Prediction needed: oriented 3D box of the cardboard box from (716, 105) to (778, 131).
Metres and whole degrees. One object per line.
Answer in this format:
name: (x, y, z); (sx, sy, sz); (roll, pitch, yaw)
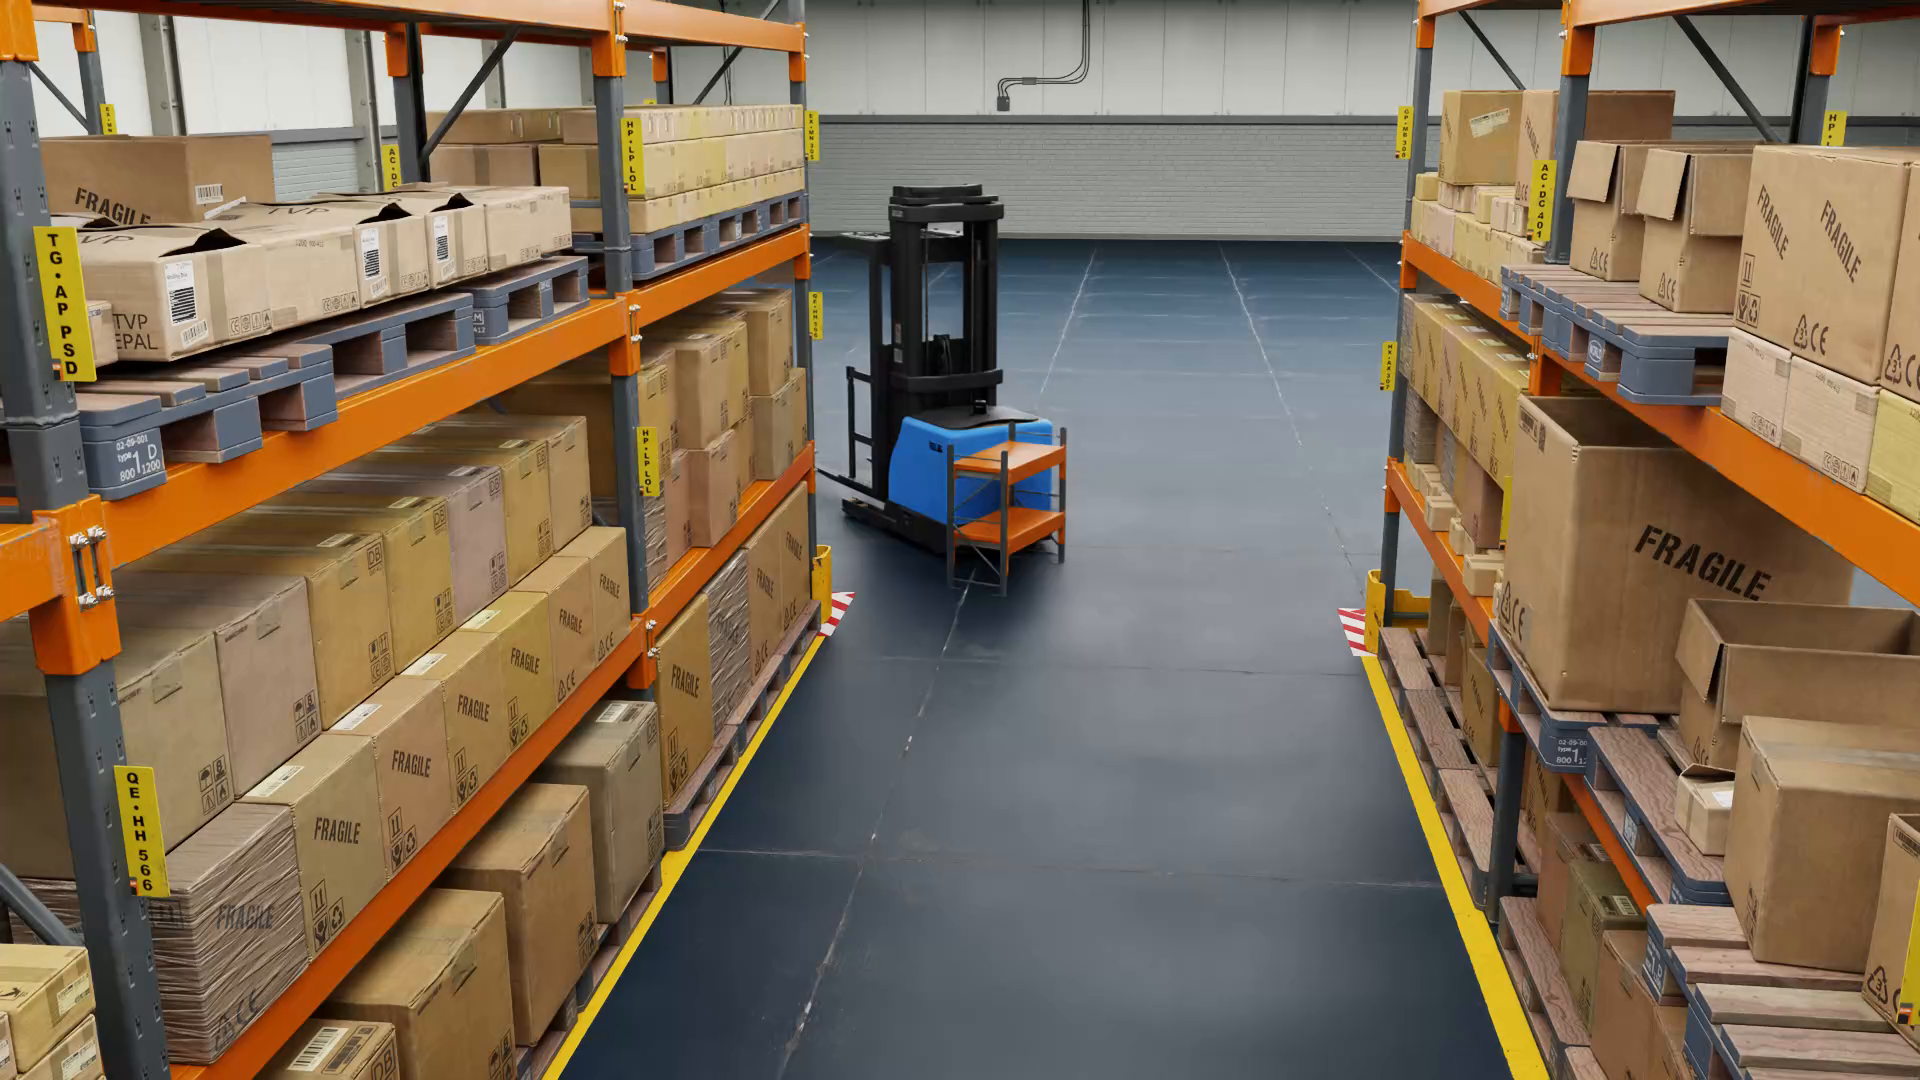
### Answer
cardboard box: (-1.320, -2.558, 10.088); (0.380, 0.149, 0.250); (2, 15, 7)

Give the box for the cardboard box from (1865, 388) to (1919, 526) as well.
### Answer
cardboard box: (2.291, -0.150, 3.512); (0.500, 0.250, 0.500); (2, 15, 6)

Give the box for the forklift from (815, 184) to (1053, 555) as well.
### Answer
forklift: (-0.398, -1.630, 14.576); (1.130, 2.935, 3.031); (-9, 17, -29)

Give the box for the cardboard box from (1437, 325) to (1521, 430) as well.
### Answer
cardboard box: (2.882, -0.870, 8.956); (0.500, 0.500, 0.500); (2, 15, 6)

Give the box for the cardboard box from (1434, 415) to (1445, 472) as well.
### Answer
cardboard box: (3.357, -0.636, 10.006); (0.875, 0.500, 0.500); (2, 15, 6)

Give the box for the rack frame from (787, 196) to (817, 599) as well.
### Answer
rack frame: (-1.533, -0.891, 11.712); (1.000, 3.000, 0.127); (2, 15, 6)

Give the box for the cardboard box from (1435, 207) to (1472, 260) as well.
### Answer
cardboard box: (2.961, -1.715, 9.299); (0.500, 0.250, 0.500); (2, 15, 6)

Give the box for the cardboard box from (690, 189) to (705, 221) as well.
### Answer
cardboard box: (-1.520, -1.713, 8.489); (0.380, 0.149, 0.250); (1, 15, 5)

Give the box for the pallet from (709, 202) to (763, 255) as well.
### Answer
pallet: (-1.742, -1.787, 9.446); (1.003, 0.211, 1.213); (2, 15, 6)

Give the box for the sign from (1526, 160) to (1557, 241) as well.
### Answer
sign: (2.392, -1.393, 6.831); (0.100, 0.325, 0.005); (2, 15, 6)

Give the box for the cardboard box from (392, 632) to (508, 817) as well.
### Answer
cardboard box: (-1.947, 0.635, 5.876); (0.500, 0.500, 0.500); (2, 15, 6)

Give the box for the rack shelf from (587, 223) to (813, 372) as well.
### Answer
rack shelf: (-1.759, -1.473, 9.496); (1.077, 0.370, 4.000); (2, 15, 6)

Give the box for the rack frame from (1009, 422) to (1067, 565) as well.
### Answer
rack frame: (0.619, -0.375, 13.392); (0.500, 1.125, 0.032); (8, 17, 28)

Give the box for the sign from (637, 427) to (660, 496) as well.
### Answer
sign: (-1.444, -0.361, 7.685); (0.100, 0.325, 0.005); (2, 15, 6)

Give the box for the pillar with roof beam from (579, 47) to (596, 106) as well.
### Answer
pillar with roof beam: (-4.707, -11.552, 39.645); (9.100, 9.000, 0.400); (2, 15, 6)

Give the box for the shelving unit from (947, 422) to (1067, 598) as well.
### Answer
shelving unit: (0.374, -0.258, 12.963); (0.538, 1.125, 1.048); (8, 17, 28)

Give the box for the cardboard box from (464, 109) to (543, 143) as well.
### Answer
cardboard box: (-2.231, -1.986, 7.973); (0.380, 0.149, 0.250); (2, 15, 6)

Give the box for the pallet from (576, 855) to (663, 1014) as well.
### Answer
pallet: (-1.997, 1.694, 7.491); (1.003, 0.211, 1.213); (2, 15, 6)

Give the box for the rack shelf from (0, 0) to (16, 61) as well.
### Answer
rack shelf: (-2.662, -0.654, 1.484); (1.077, 0.370, 4.000); (2, 15, 6)

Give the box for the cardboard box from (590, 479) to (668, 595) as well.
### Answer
cardboard box: (-1.955, -0.022, 8.211); (0.875, 0.550, 0.550); (2, 15, 6)

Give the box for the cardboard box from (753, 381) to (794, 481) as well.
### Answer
cardboard box: (-1.570, -0.723, 10.802); (0.875, 0.550, 0.550); (2, 15, 6)

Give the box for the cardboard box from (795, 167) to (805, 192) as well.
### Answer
cardboard box: (-1.234, -2.373, 10.930); (0.380, 0.149, 0.250); (2, 15, 6)

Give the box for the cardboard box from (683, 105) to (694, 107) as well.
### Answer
cardboard box: (-1.916, -2.712, 10.656); (0.380, 0.149, 0.250); (2, 15, 7)

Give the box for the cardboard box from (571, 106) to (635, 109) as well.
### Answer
cardboard box: (-2.060, -2.381, 9.431); (0.380, 0.149, 0.250); (2, 15, 7)

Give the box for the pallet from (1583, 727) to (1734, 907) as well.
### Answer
pallet: (2.664, 0.934, 5.330); (1.003, 0.211, 1.213); (2, 15, 6)

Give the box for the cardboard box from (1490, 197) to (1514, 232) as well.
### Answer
cardboard box: (2.751, -1.549, 7.922); (0.380, 0.149, 0.250); (1, 15, 5)

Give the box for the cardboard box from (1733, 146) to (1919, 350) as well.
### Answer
cardboard box: (2.404, -0.774, 4.383); (0.500, 0.500, 0.500); (2, 15, 7)

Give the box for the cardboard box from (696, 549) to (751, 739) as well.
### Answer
cardboard box: (-1.746, 0.574, 9.559); (0.875, 0.875, 0.875); (2, 15, 7)

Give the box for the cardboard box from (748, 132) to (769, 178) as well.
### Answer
cardboard box: (-1.426, -2.267, 9.773); (0.500, 0.250, 0.500); (2, 15, 6)

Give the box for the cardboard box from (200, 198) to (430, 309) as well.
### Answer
cardboard box: (-2.021, -0.917, 5.235); (0.500, 0.311, 0.500); (1, 15, 5)

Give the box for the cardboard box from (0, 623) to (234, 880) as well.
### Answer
cardboard box: (-2.375, 0.536, 4.325); (0.700, 0.500, 0.500); (2, 15, 6)

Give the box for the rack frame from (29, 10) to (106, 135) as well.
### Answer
rack frame: (-6.463, -3.907, 11.371); (1.000, 3.000, 0.127); (2, 15, 6)

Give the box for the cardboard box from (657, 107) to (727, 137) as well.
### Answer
cardboard box: (-1.463, -2.231, 8.878); (0.380, 0.149, 0.250); (2, 15, 6)

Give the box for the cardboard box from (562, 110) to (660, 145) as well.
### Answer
cardboard box: (-1.606, -1.901, 7.657); (0.380, 0.149, 0.250); (2, 15, 7)

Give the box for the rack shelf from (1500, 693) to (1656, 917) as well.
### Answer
rack shelf: (2.707, 1.184, 5.414); (1.077, 0.370, 4.000); (2, 15, 6)

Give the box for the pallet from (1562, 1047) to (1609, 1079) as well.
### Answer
pallet: (2.711, 2.184, 5.682); (1.003, 0.211, 1.213); (2, 15, 6)

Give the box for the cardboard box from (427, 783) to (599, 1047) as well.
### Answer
cardboard box: (-2.078, 1.443, 6.584); (1.050, 0.750, 0.750); (2, 15, 6)

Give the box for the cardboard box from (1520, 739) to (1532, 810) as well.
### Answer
cardboard box: (3.074, 1.071, 8.439); (0.500, 0.500, 0.500); (7, 17, 24)

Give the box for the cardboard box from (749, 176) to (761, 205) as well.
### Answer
cardboard box: (-1.378, -2.043, 9.711); (0.380, 0.149, 0.250); (2, 15, 7)

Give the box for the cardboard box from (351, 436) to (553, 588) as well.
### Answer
cardboard box: (-2.091, -0.123, 6.762); (0.700, 0.500, 0.500); (1, 15, 5)

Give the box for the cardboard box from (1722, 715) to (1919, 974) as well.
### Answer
cardboard box: (2.466, 0.816, 4.403); (0.700, 0.500, 0.500); (4, 16, 15)

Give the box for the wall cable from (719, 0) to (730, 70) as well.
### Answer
wall cable: (-4.650, -13.263, 42.247); (3.097, 2.526, 0.112); (2, 15, 6)

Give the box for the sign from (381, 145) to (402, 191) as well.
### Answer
sign: (-2.536, -1.606, 7.465); (0.100, 0.325, 0.005); (2, 15, 6)

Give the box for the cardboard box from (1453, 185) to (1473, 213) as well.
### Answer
cardboard box: (2.942, -1.886, 9.168); (0.380, 0.149, 0.250); (1, 15, 4)

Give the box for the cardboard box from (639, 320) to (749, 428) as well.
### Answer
cardboard box: (-1.713, -0.962, 9.618); (0.875, 0.550, 0.500); (2, 15, 6)

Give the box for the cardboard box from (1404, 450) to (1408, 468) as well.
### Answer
cardboard box: (3.115, -0.531, 10.860); (0.380, 0.149, 0.250); (2, 15, 6)

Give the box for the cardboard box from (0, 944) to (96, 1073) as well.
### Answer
cardboard box: (-2.036, 0.955, 3.419); (0.380, 0.149, 0.250); (1, 15, 4)

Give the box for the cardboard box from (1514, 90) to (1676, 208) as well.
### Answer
cardboard box: (2.730, -1.687, 7.189); (0.500, 0.500, 0.500); (1, 15, 5)

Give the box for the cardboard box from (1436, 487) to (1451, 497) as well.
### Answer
cardboard box: (2.980, -0.207, 9.661); (0.380, 0.149, 0.250); (2, 15, 6)

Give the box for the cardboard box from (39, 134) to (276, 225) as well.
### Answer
cardboard box: (-2.518, -1.023, 5.264); (0.500, 0.500, 0.500); (2, 15, 6)

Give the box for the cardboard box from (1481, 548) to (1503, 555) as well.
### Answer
cardboard box: (2.867, 0.118, 8.459); (0.380, 0.149, 0.250); (2, 15, 6)

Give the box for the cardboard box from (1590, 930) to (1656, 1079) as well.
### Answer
cardboard box: (2.706, 1.739, 5.929); (0.700, 0.500, 0.500); (0, 15, 1)
